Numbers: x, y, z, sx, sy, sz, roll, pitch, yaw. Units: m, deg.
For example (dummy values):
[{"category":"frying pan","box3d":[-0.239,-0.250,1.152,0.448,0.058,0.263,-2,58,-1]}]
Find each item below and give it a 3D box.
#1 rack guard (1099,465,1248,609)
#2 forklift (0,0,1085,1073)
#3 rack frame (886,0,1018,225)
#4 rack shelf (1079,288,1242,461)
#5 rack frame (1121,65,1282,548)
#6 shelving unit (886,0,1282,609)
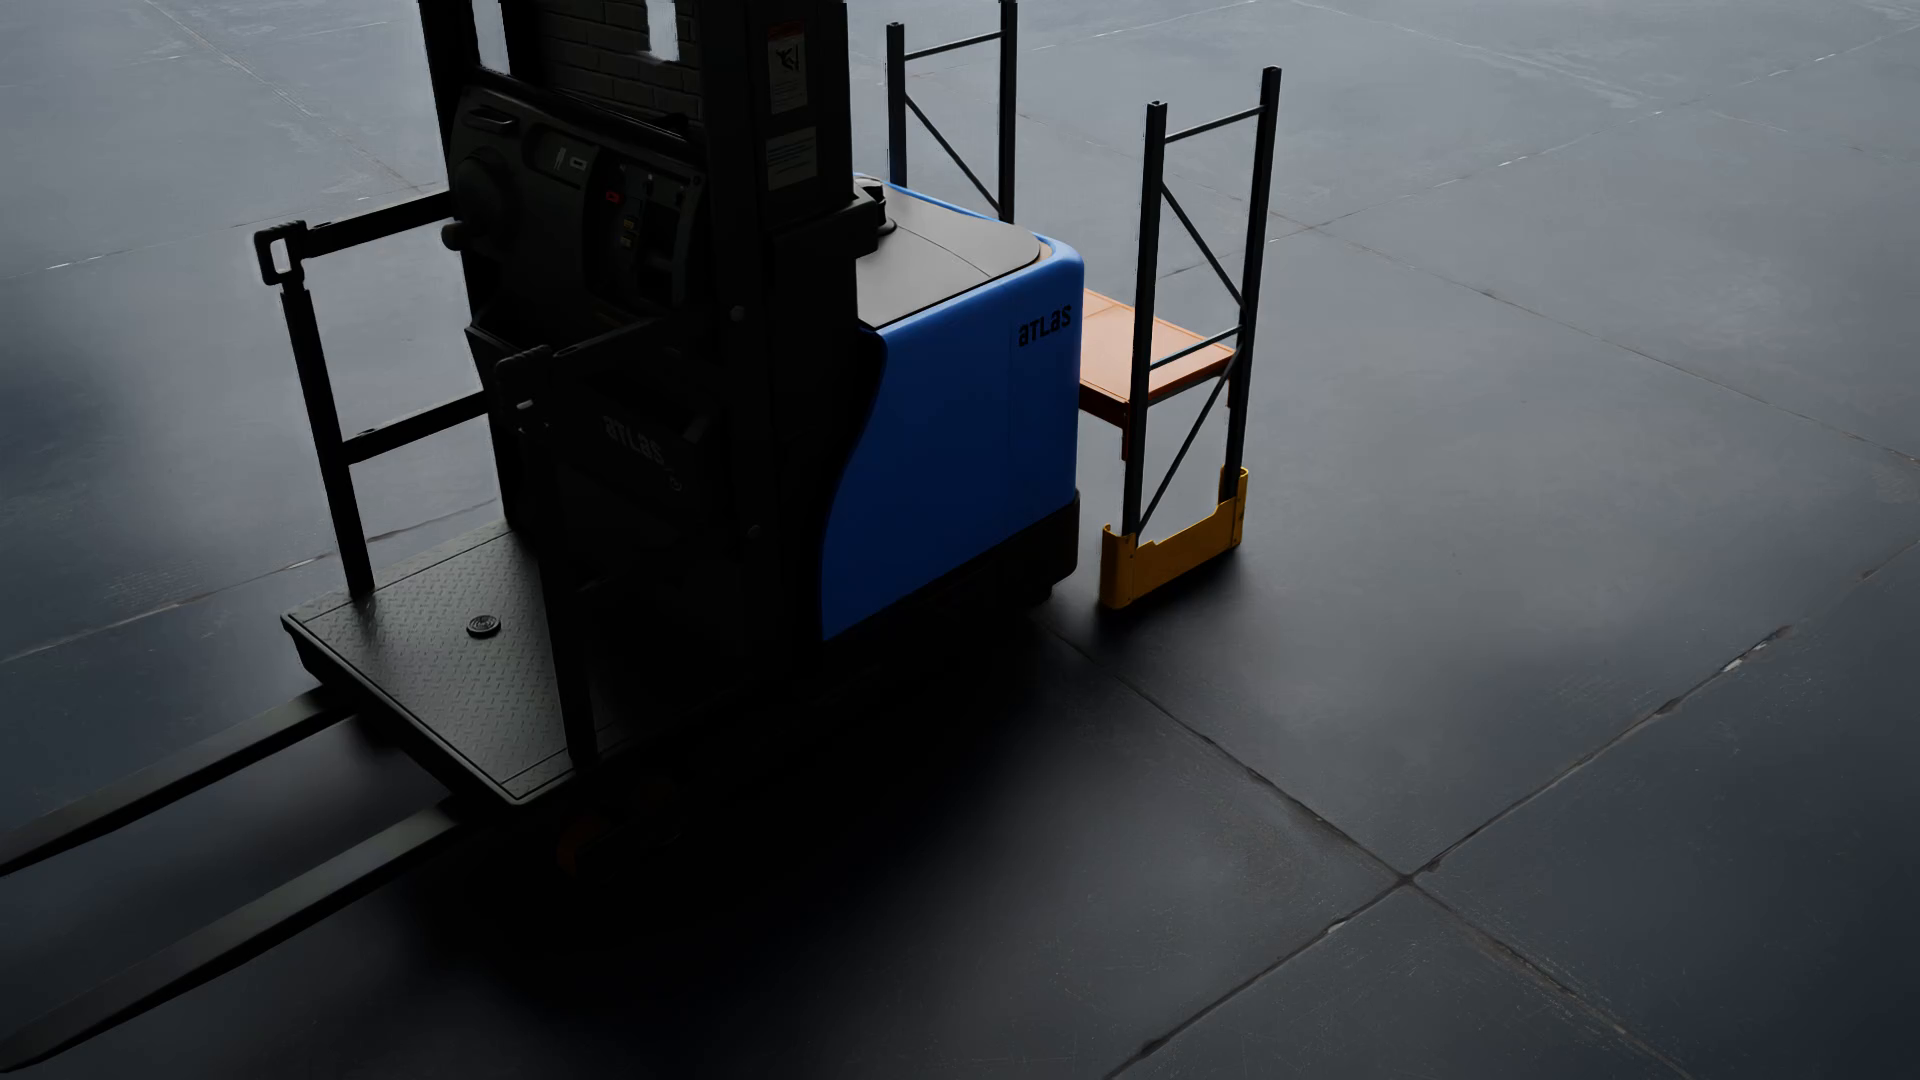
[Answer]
[{"category":"rack guard","box3d":[0.651,-0.017,5.040,0.587,0.250,0.087,-26,40,-35]},{"category":"forklift","box3d":[-1.030,-0.733,3.653,1.130,2.935,3.031,27,41,36]},{"category":"rack frame","box3d":[-0.019,-0.938,5.338,0.500,1.500,0.032,-26,40,-35]},{"category":"rack shelf","box3d":[0.323,-0.586,5.113,0.538,0.185,1.000,-26,40,-35]},{"category":"rack frame","box3d":[0.664,-0.540,4.698,0.500,1.500,0.032,-26,40,-35]},{"category":"shelving unit","box3d":[0.317,-0.742,5.024,0.587,1.500,1.083,-26,40,-35]}]
